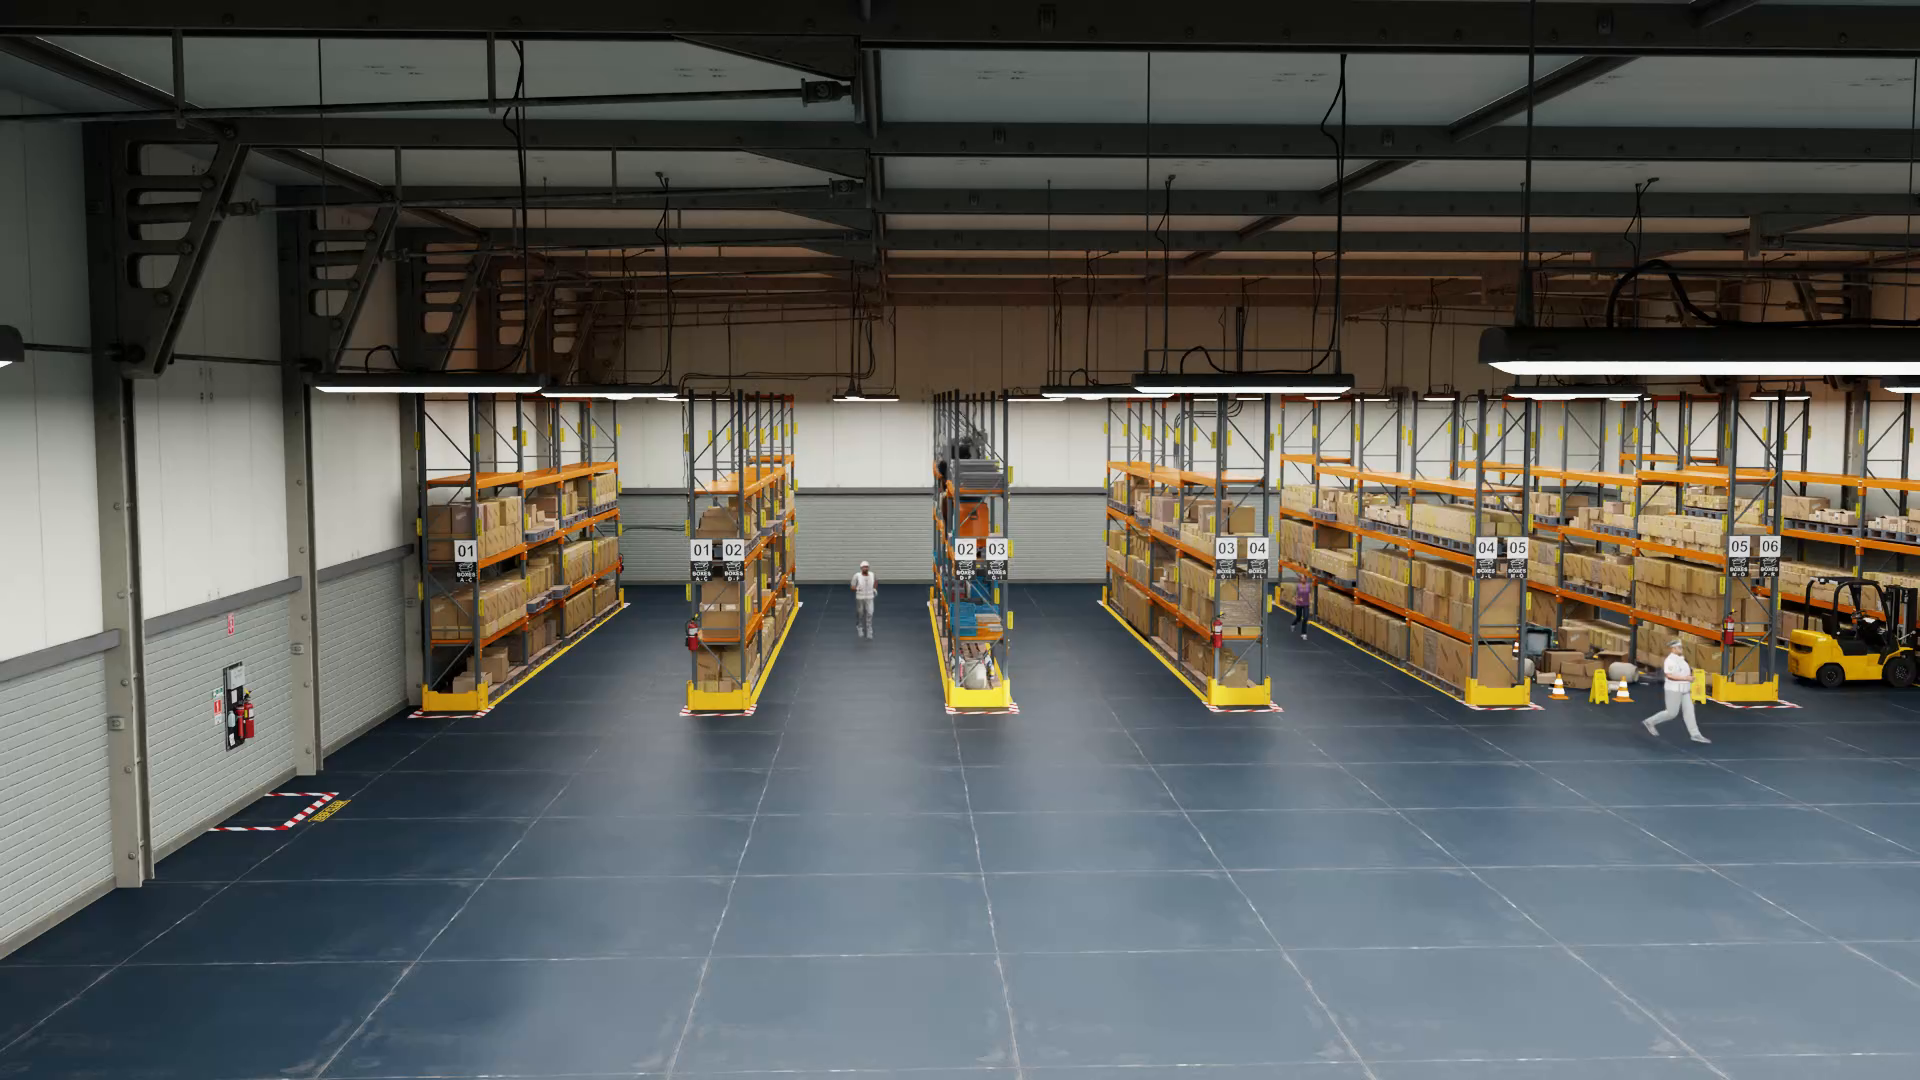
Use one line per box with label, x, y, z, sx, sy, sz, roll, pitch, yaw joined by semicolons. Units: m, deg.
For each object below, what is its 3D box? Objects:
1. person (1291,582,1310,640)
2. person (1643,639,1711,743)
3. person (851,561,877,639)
person;8.396;1.730;40.843;0.356;1.363;0.806;0;5;-5
person;12.147;2.527;28.116;1.074;1.743;0.297;5;7;45
person;-2.223;1.406;38.997;0.681;1.818;0.946;-1;5;-15
